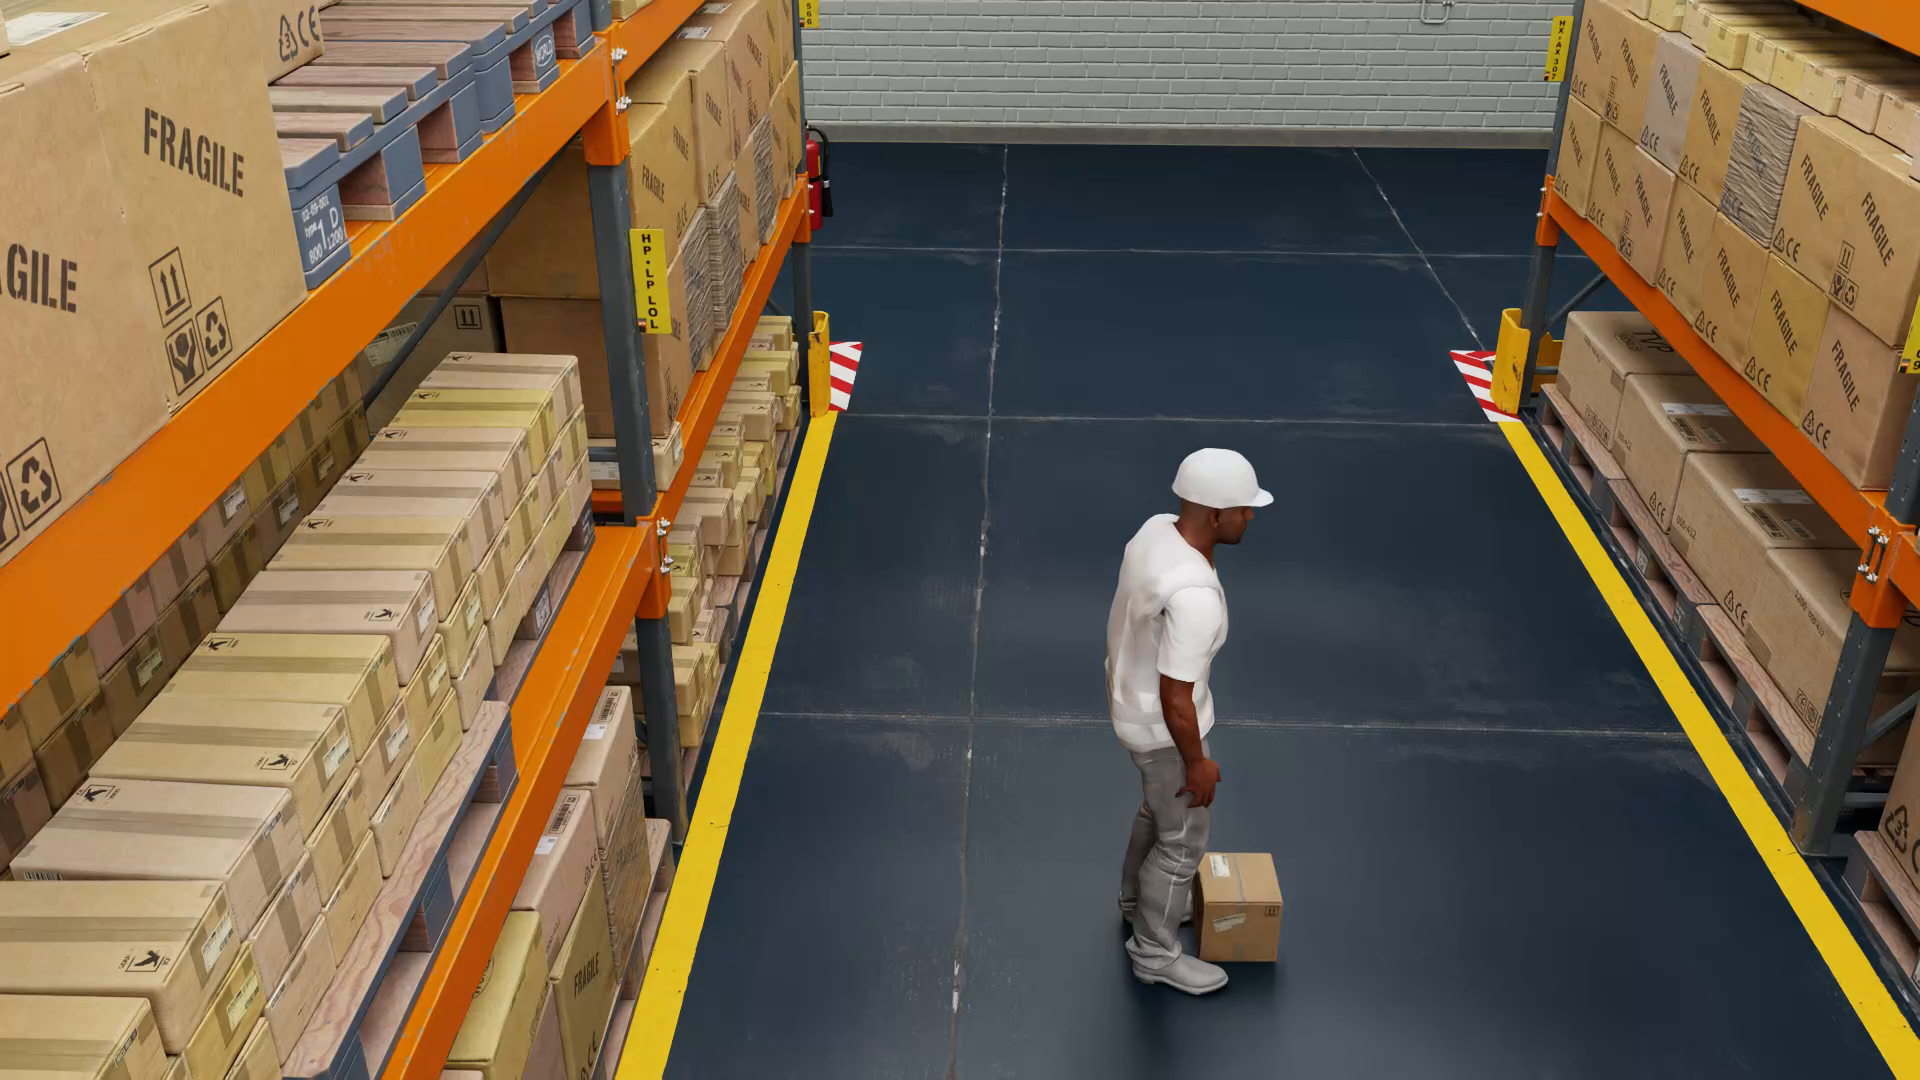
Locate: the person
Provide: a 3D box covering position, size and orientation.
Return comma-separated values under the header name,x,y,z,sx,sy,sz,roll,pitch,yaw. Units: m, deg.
name,x,y,z,sx,sy,sz,roll,pitch,yaw
person,0.669,0.535,5.087,0.456,1.760,0.613,0,28,0
